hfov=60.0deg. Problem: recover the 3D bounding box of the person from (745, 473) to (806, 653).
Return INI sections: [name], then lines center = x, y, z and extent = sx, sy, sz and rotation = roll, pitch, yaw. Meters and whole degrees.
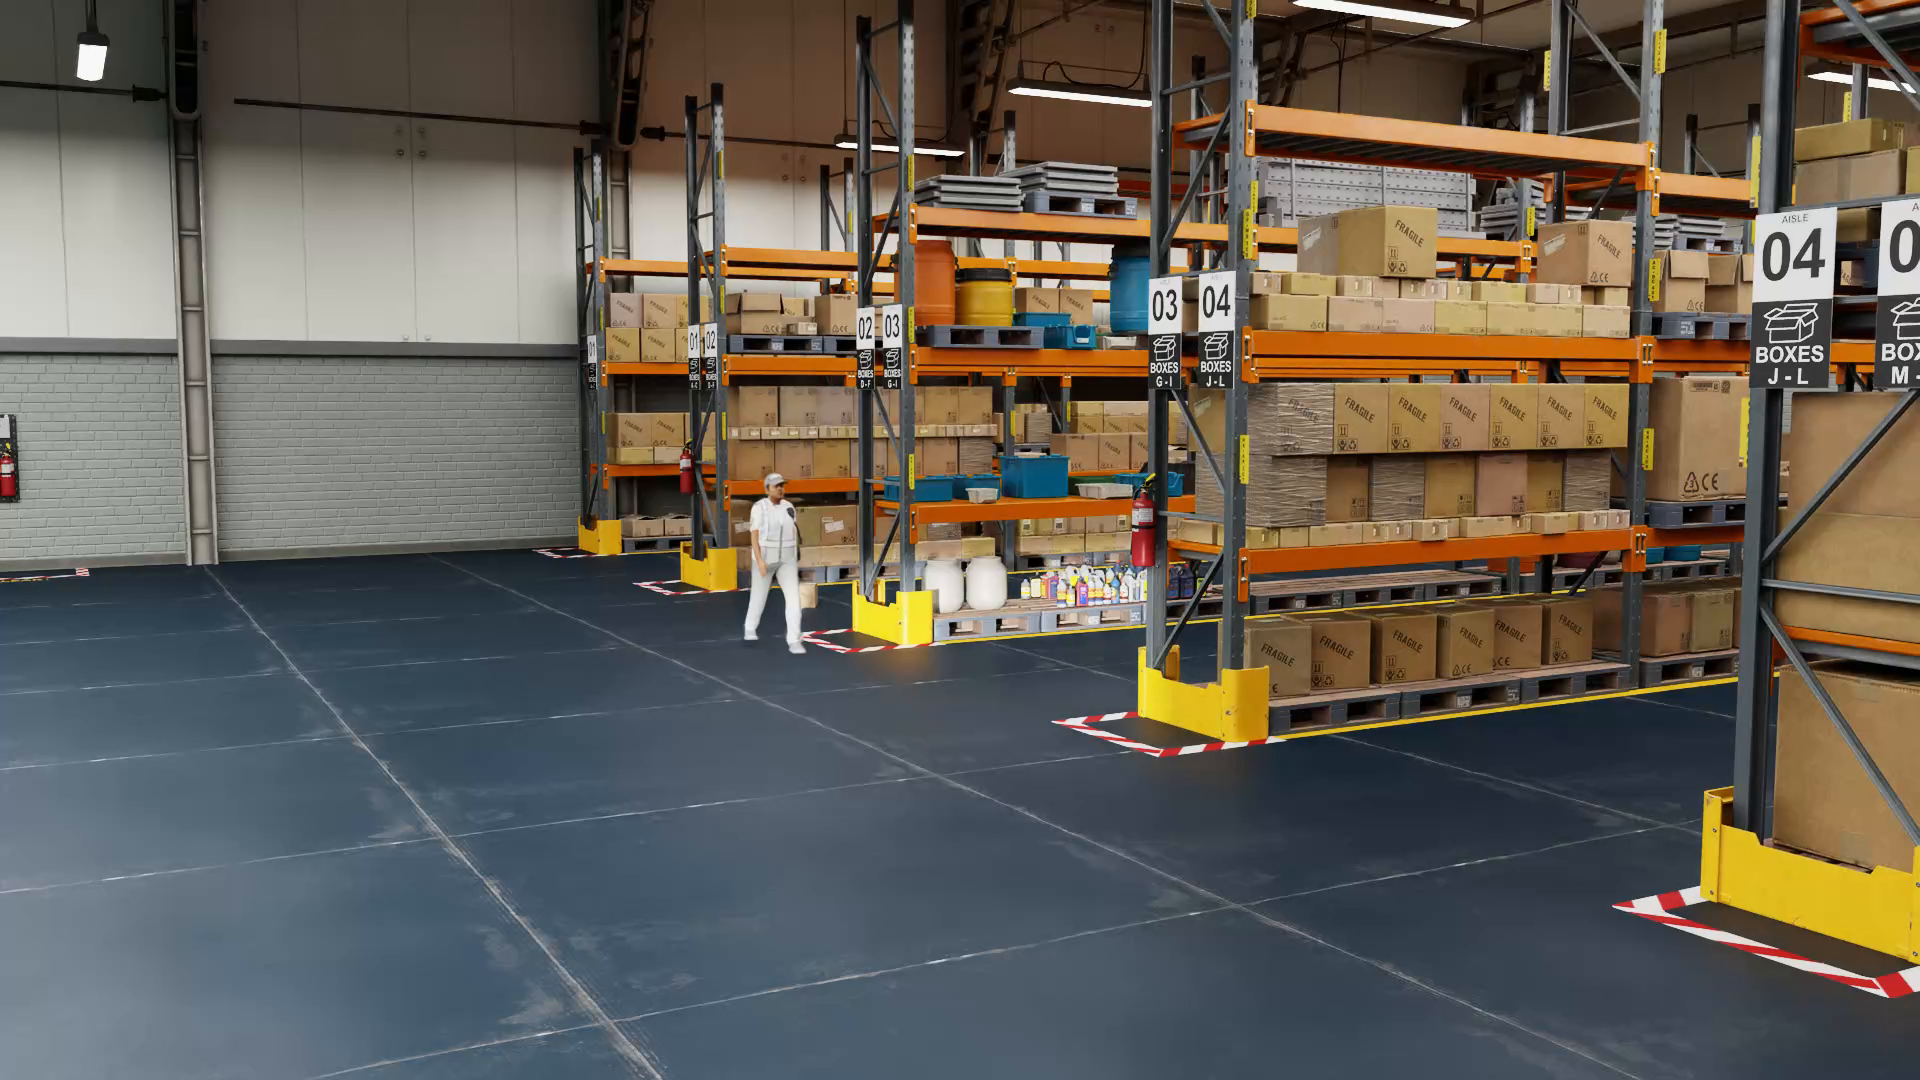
[person]
center = -1.702, 0.193, 15.263
extent = 0.472, 1.614, 0.984
rotation = -2, 6, -22
